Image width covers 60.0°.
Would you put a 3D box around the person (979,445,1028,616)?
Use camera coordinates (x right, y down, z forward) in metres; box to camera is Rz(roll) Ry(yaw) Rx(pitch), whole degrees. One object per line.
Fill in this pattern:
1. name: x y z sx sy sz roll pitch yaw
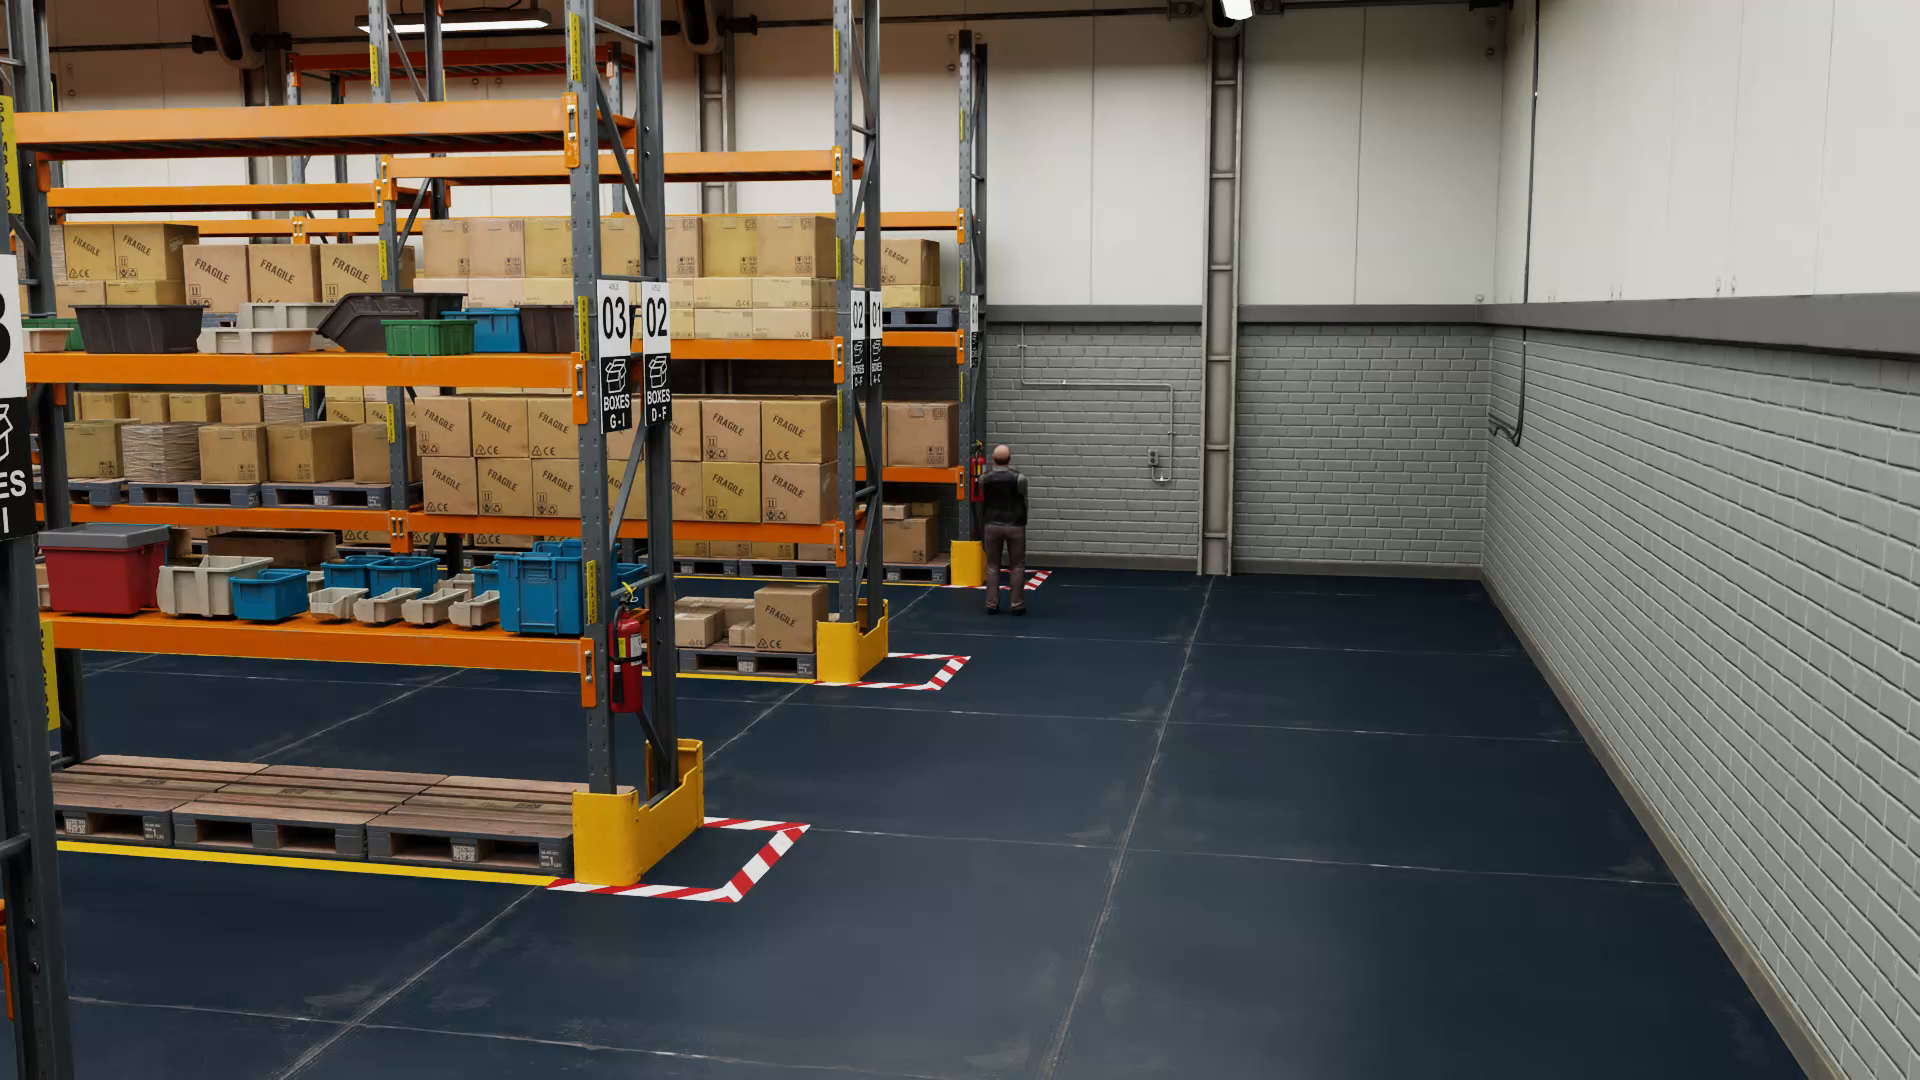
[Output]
1. person: 0.455 -0.118 16.789 0.494 1.711 0.551 2 8 12
